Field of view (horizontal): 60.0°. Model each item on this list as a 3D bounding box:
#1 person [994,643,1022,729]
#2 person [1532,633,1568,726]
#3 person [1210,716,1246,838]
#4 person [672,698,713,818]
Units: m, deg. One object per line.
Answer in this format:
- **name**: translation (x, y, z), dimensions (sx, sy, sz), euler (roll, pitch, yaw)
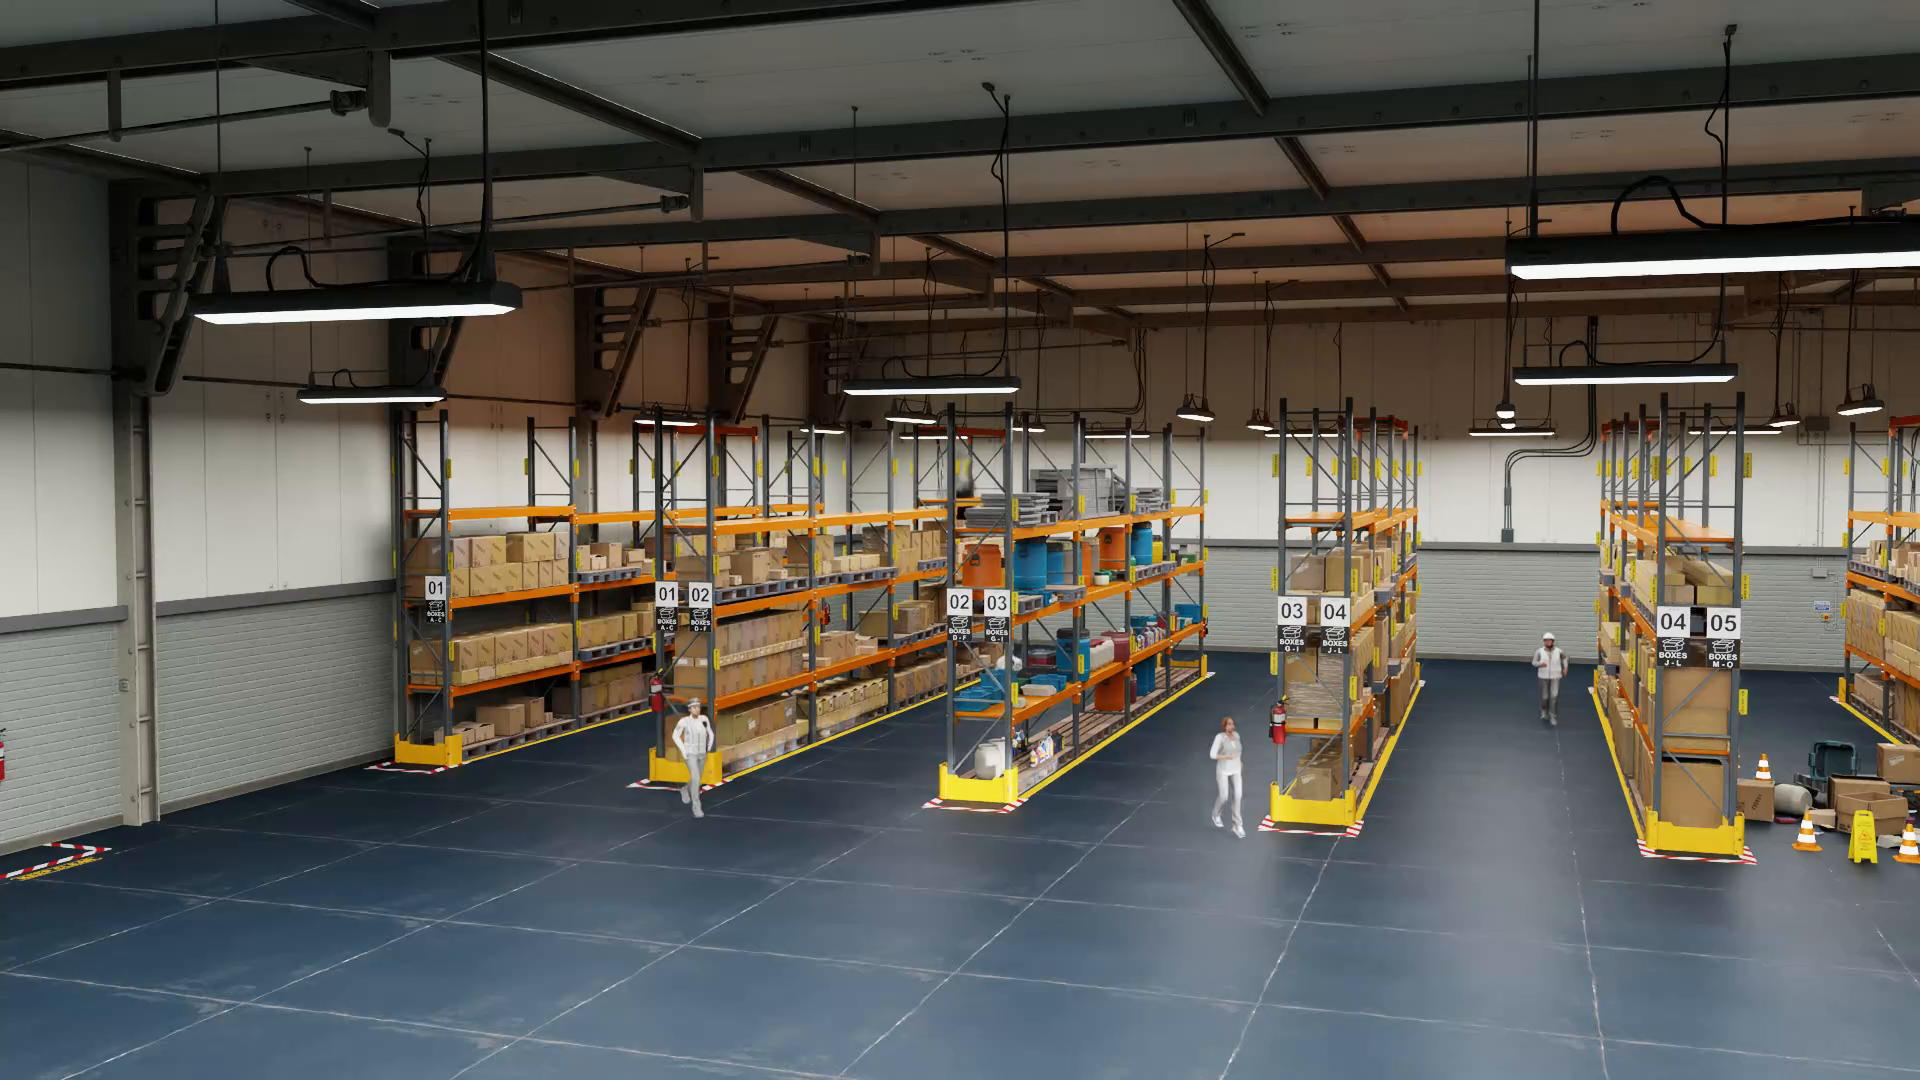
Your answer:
- **person**: translation (0.940, 2.807, 32.119), dimensions (0.607, 1.670, 0.590), euler (1, 3, 12)
- **person**: translation (11.550, 2.700, 32.570), dimensions (0.664, 1.750, 1.019), euler (1, 3, 20)
- **person**: translation (3.677, 3.213, 22.800), dimensions (0.541, 1.606, 0.773), euler (-1, 3, -17)
- **person**: translation (-3.871, 3.129, 24.166), dimensions (0.605, 1.720, 0.770), euler (-2, 3, -35)
